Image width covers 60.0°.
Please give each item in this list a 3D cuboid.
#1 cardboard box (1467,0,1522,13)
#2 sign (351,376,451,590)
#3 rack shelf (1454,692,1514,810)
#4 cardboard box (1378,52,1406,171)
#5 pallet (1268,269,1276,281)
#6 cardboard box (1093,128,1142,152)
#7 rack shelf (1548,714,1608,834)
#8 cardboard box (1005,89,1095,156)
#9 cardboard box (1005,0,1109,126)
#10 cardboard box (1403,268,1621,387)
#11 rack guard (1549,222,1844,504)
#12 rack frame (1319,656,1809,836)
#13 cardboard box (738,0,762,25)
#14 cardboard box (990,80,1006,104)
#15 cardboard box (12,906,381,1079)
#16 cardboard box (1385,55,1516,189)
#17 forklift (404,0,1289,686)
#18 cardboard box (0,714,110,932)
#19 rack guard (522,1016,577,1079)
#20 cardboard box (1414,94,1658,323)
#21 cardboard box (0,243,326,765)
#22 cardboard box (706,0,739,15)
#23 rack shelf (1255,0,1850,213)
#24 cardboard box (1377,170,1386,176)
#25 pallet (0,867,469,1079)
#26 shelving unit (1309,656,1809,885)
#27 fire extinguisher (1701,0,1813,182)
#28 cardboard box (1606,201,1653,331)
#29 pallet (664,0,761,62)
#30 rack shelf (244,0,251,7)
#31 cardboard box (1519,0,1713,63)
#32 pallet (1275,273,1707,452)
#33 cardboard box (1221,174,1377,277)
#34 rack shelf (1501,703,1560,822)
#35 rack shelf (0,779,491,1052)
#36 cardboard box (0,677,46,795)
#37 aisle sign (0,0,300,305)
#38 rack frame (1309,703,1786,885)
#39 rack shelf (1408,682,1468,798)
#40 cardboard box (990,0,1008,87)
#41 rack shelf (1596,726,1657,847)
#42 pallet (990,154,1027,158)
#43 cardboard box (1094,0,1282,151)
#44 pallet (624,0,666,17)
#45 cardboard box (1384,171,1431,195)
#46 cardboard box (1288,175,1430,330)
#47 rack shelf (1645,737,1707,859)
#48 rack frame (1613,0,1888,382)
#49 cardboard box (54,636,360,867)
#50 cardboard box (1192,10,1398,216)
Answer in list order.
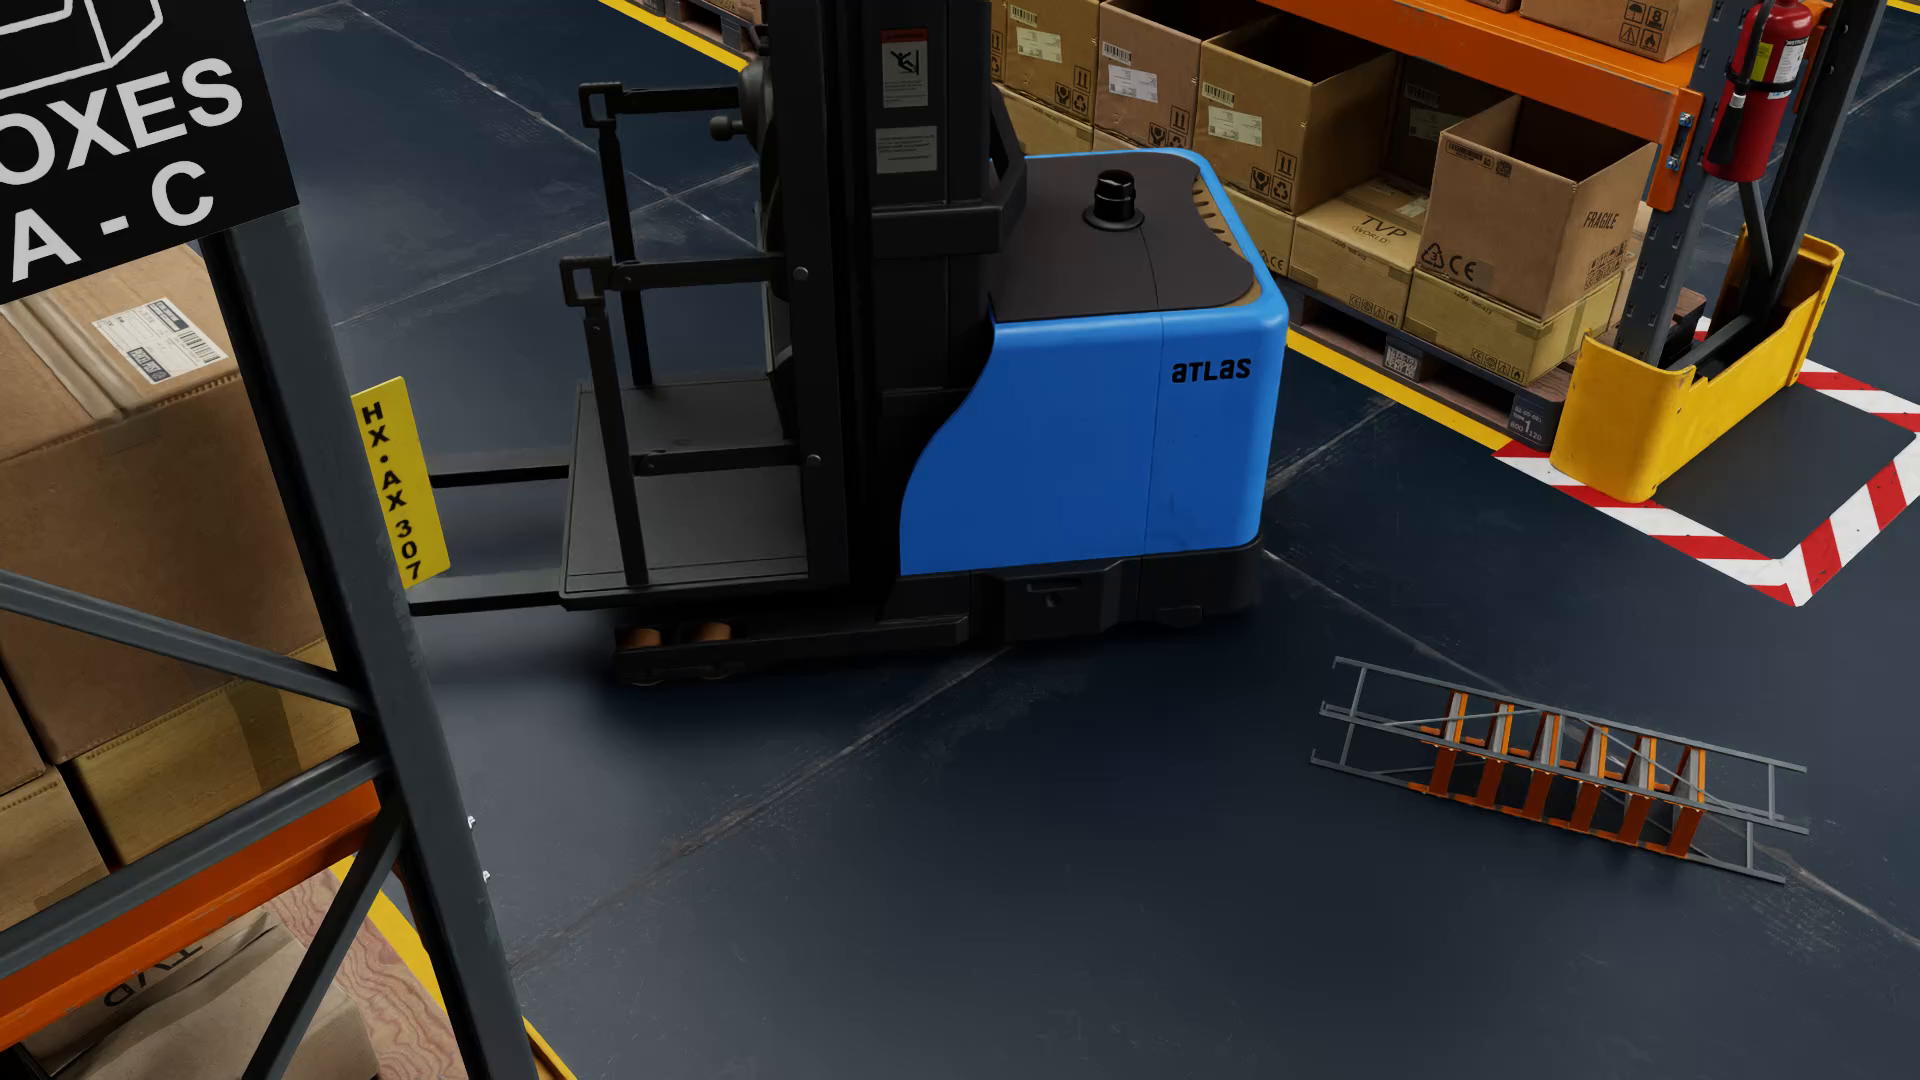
[{"bbox_3d":[1.814,-2.108,5.393,0.700,0.500,0.500,-29,47,-31],"label":"cardboard box"},{"bbox_3d":[-0.768,-0.067,2.257,0.100,0.325,0.005,-30,48,-32],"label":"sign"},{"bbox_3d":[1.395,0.555,4.408,0.103,0.180,0.258,13,41,16],"label":"rack shelf"},{"bbox_3d":[1.593,-1.791,6.338,0.500,0.500,0.500,-30,48,-32],"label":"cardboard box"},{"bbox_3d":[1.110,-1.423,6.843,1.003,0.211,1.213,-30,48,-32],"label":"pallet"},{"bbox_3d":[0.875,-1.512,6.589,0.500,0.250,0.500,-30,48,-32],"label":"cardboard box"},{"bbox_3d":[1.620,0.608,4.344,0.103,0.180,0.258,13,41,16],"label":"rack shelf"},{"bbox_3d":[0.533,-1.741,6.873,0.500,0.250,0.500,-30,48,-32],"label":"cardboard box"},{"bbox_3d":[0.533,-2.033,6.637,0.500,0.500,0.500,-30,48,-32],"label":"cardboard box"},{"bbox_3d":[1.898,-0.823,5.736,0.500,0.250,0.500,-30,48,-32],"label":"cardboard box"},{"bbox_3d":[2.495,-0.623,5.624,1.175,0.500,0.348,-30,48,-32],"label":"rack guard"},{"bbox_3d":[1.549,0.520,4.306,1.200,0.006,0.240,13,41,16],"label":"rack frame"},{"bbox_3d":[-0.721,-2.620,7.961,0.500,0.250,0.500,-30,48,-32],"label":"cardboard box"},{"bbox_3d":[0.198,-1.975,7.162,0.500,0.250,0.500,-30,48,-32],"label":"cardboard box"},{"bbox_3d":[-1.569,1.016,3.394,0.500,0.311,0.500,29,47,31],"label":"cardboard box"},{"bbox_3d":[1.940,-1.566,6.058,0.500,0.500,0.500,-30,48,-32],"label":"cardboard box"},{"bbox_3d":[-0.683,-1.079,4.253,3.031,2.935,1.130,-5,39,-6],"label":"forklift"},{"bbox_3d":[-1.626,0.417,2.450,0.500,0.250,0.500,-29,47,-31],"label":"cardboard box"},{"bbox_3d":[-1.219,1.437,3.073,1.175,0.500,0.348,-30,48,-32],"label":"rack guard"},{"bbox_3d":[1.897,-1.114,5.499,0.500,0.500,0.500,-30,48,-32],"label":"cardboard box"},{"bbox_3d":[-1.269,-0.090,2.481,0.500,0.500,0.500,-30,48,-32],"label":"cardboard box"},{"bbox_3d":[-1.061,-2.855,8.252,0.500,0.250,0.500,-31,48,-32],"label":"cardboard box"},{"bbox_3d":[1.126,-2.253,6.224,1.077,0.370,4.000,-30,48,-32],"label":"rack shelf"},{"bbox_3d":[1.601,-1.505,6.580,0.500,0.250,0.500,-30,48,-32],"label":"cardboard box"},{"bbox_3d":[-1.742,1.159,3.647,1.003,0.211,1.213,-30,48,-32],"label":"pallet"},{"bbox_3d":[1.549,0.591,4.364,1.200,0.189,0.258,13,41,16],"label":"shelving unit"},{"bbox_3d":[2.217,-1.325,4.564,0.296,0.674,0.183,-30,48,-32],"label":"fire extinguisher"},{"bbox_3d":[2.280,-1.043,6.009,0.500,0.250,0.500,-30,48,-32],"label":"cardboard box"},{"bbox_3d":[-0.754,-2.698,8.422,1.003,0.211,1.213,-30,48,-32],"label":"pallet"},{"bbox_3d":[-2.520,-1.313,2.673,1.077,0.370,4.000,-30,48,-32],"label":"rack shelf"},{"bbox_3d":[2.172,-1.867,5.095,0.700,0.500,0.500,-30,48,-32],"label":"cardboard box"},{"bbox_3d":[1.931,-0.858,6.144,1.003,0.211,1.213,-30,48,-32],"label":"pallet"},{"bbox_3d":[1.212,-1.280,6.302,0.500,0.250,0.500,-30,48,-32],"label":"cardboard box"},{"bbox_3d":[1.508,0.582,4.376,0.103,0.180,0.258,13,41,16],"label":"rack shelf"},{"bbox_3d":[-2.520,-0.146,3.616,1.077,0.370,4.000,-30,48,-32],"label":"rack shelf"},{"bbox_3d":[-1.643,0.131,2.207,0.500,0.500,0.500,-31,48,-32],"label":"cardboard box"},{"bbox_3d":[-0.898,-0.606,1.543,0.394,0.787,0.004,-30,48,-32],"label":"aisle sign"},{"bbox_3d":[1.549,0.662,4.421,1.200,0.006,0.240,13,41,16],"label":"rack frame"},{"bbox_3d":[1.283,0.529,4.441,0.103,0.180,0.258,13,41,16],"label":"rack shelf"},{"bbox_3d":[0.200,-2.268,6.928,0.500,0.500,0.500,-30,48,-32],"label":"cardboard box"},{"bbox_3d":[1.733,0.634,4.311,0.103,0.180,0.258,13,41,16],"label":"rack shelf"},{"bbox_3d":[0.280,-1.987,7.543,1.003,0.211,1.213,-30,48,-32],"label":"pallet"},{"bbox_3d":[0.873,-1.802,6.352,0.500,0.500,0.500,-30,48,-32],"label":"cardboard box"},{"bbox_3d":[-1.583,-3.262,9.121,1.003,0.211,1.213,-30,48,-32],"label":"pallet"},{"bbox_3d":[1.939,-1.273,6.293,0.500,0.250,0.500,-30,48,-32],"label":"cardboard box"},{"bbox_3d":[1.551,-1.049,6.016,0.500,0.250,0.500,-30,48,-32],"label":"cardboard box"},{"bbox_3d":[1.845,0.660,4.279,0.103,0.180,0.258,13,41,16],"label":"rack shelf"},{"bbox_3d":[2.479,-1.607,4.852,1.000,3.000,0.127,-30,48,-32],"label":"rack frame"},{"bbox_3d":[-1.264,0.190,2.731,0.500,0.250,0.500,-31,48,-33],"label":"cardboard box"},{"bbox_3d":[1.210,-1.571,6.065,0.500,0.500,0.500,-30,48,-32],"label":"cardboard box"}]
